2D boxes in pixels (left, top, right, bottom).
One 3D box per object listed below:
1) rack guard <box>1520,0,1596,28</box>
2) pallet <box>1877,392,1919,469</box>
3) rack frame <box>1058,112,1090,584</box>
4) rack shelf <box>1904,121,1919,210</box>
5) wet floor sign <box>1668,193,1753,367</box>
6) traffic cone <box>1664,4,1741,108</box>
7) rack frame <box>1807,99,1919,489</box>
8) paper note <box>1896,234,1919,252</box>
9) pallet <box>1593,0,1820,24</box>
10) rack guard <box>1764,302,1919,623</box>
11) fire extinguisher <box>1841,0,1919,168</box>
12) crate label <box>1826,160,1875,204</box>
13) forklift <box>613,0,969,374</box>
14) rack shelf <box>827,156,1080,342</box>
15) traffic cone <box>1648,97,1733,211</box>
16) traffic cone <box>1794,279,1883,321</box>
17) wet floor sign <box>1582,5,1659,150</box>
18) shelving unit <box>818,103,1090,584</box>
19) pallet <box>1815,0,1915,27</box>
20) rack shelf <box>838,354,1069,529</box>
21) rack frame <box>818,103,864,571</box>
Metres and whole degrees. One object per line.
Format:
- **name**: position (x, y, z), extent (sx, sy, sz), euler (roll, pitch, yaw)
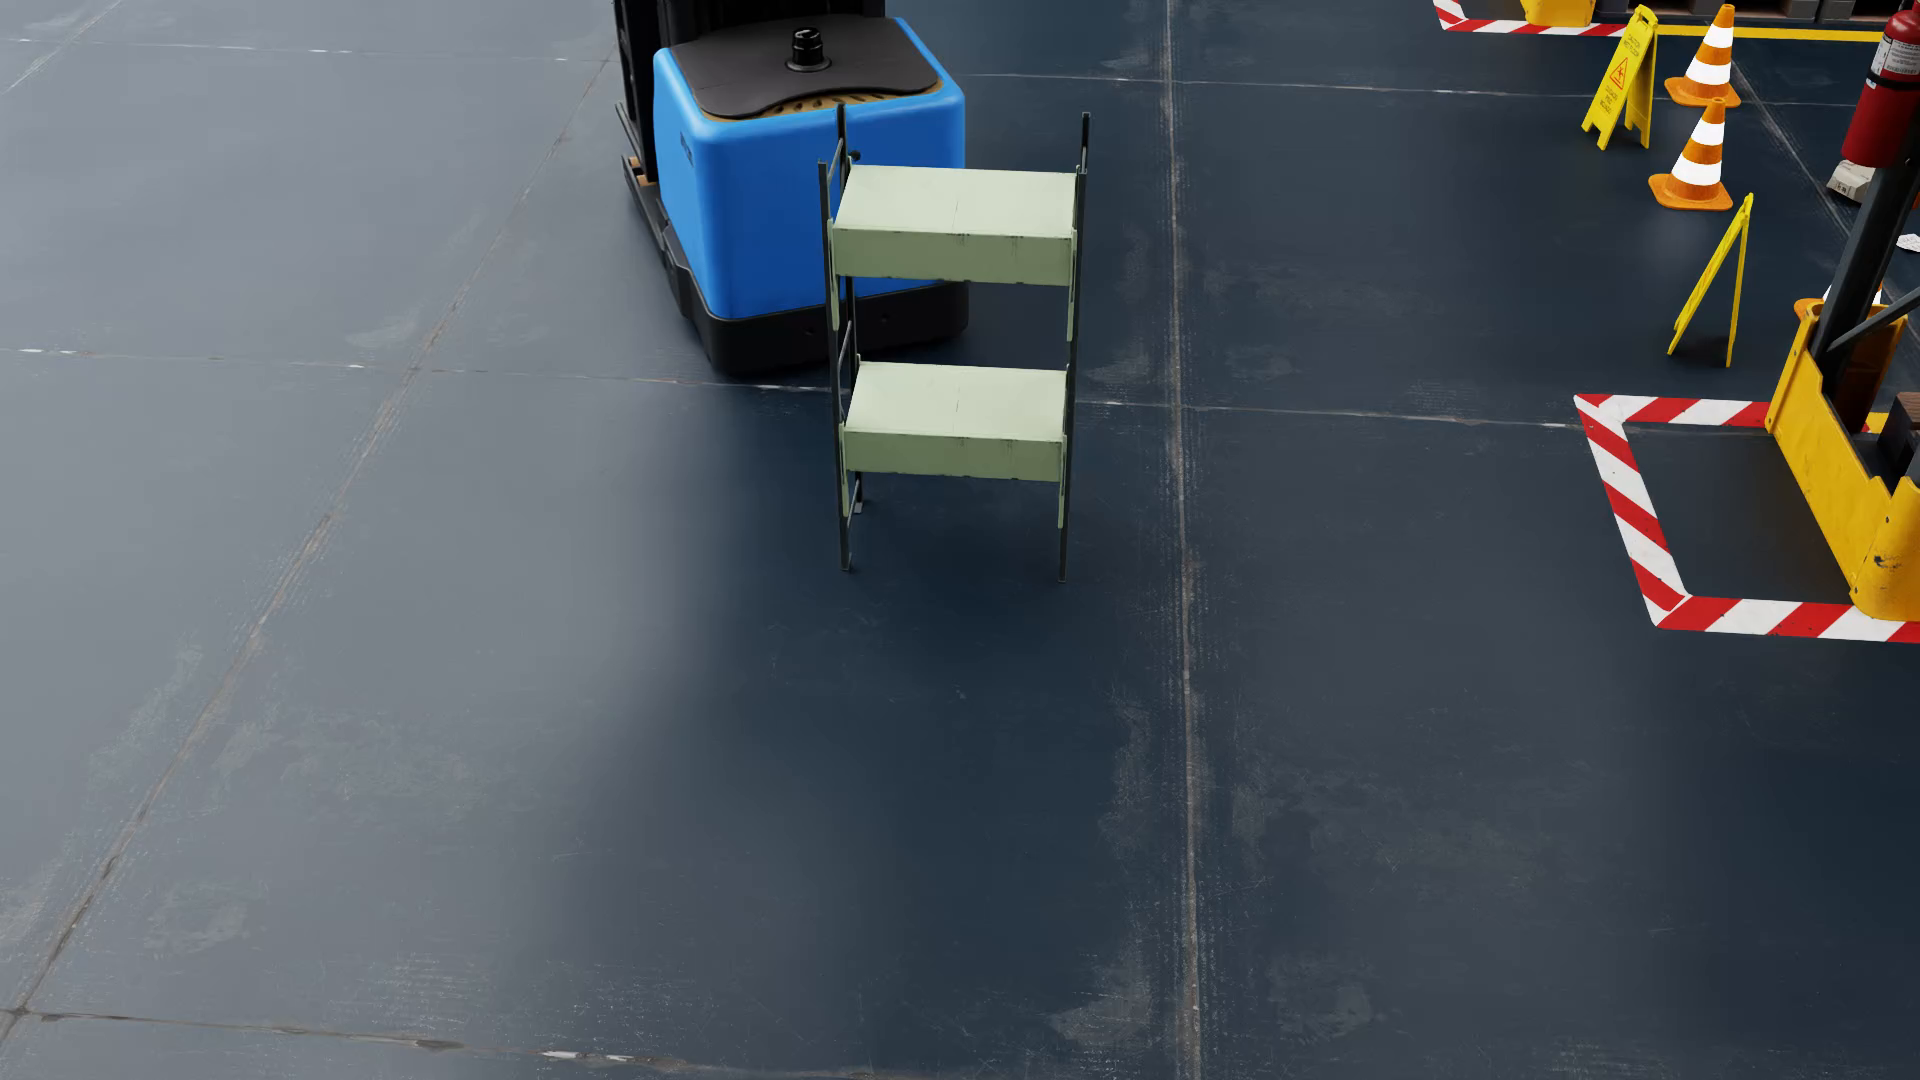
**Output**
- **rack guard**: position (3.396, -3.419, 9.554), extent (0.348, 0.500, 1.175), euler (3, 39, 4)
- **pallet**: position (3.976, -0.116, 5.725), extent (1.213, 0.211, 1.003), euler (3, 39, 4)
- **rack frame**: position (0.358, -0.562, 5.252), extent (0.023, 1.500, 0.400), euler (3, 39, 4)
- **rack shelf**: position (5.086, -0.880, 5.025), extent (4.000, 0.370, 1.077), euler (3, 39, 4)
- **wet floor sign**: position (2.997, -1.038, 6.514), extent (0.232, 0.644, 0.267), euler (16, 42, 19)
- **traffic cone**: position (3.827, -2.481, 8.431), extent (0.334, 0.463, 0.336), euler (3, 39, 4)
- **rack frame**: position (3.094, -1.268, 4.932), extent (0.127, 3.000, 1.000), euler (3, 39, 4)
- **paper note**: position (4.207, -1.317, 7.344), extent (0.142, 0.019, 0.148), euler (-10, 40, -12)
- **pallet**: position (4.223, -3.311, 9.650), extent (1.213, 0.211, 1.003), euler (3, 39, 4)
- **rack guard**: position (3.169, -0.294, 5.716), extent (0.348, 0.500, 1.175), euler (3, 39, 4)
- **fire extinguisher**: position (3.019, -1.534, 5.320), extent (0.183, 0.674, 0.296), euler (3, 39, 4)
- **crate label**: position (4.179, -1.658, 7.679), extent (0.298, 0.136, 0.250), euler (-16, 42, -19)
- **forklift**: position (-0.926, -2.713, 6.762), extent (1.130, 2.935, 3.031), euler (-12, 41, -15)
- **rack shelf**: position (-0.007, -0.885, 5.031), extent (0.720, 0.370, 0.431), euler (3, 39, 4)
- **traffic cone**: position (3.390, -1.789, 7.581), extent (0.334, 0.463, 0.336), euler (3, 39, 4)
- **traffic cone**: position (3.633, -1.072, 6.701), extent (0.334, 0.463, 0.336), euler (3, 39, 4)
- **wet floor sign**: position (3.220, -2.230, 7.978), extent (0.232, 0.644, 0.267), euler (-3, 39, -4)
- **shelving unit**: position (-0.007, -0.582, 5.277), extent (0.755, 1.500, 0.431), euler (3, 39, 4)
- **pallet**: position (5.436, -3.243, 9.567), extent (1.213, 0.211, 1.003), euler (3, 39, 4)
- **rack shelf**: position (-0.007, -0.329, 5.483), extent (0.720, 0.370, 0.431), euler (3, 39, 4)
- **rack frame**: position (-0.371, -0.602, 5.301), extent (0.023, 1.500, 0.400), euler (3, 39, 4)
